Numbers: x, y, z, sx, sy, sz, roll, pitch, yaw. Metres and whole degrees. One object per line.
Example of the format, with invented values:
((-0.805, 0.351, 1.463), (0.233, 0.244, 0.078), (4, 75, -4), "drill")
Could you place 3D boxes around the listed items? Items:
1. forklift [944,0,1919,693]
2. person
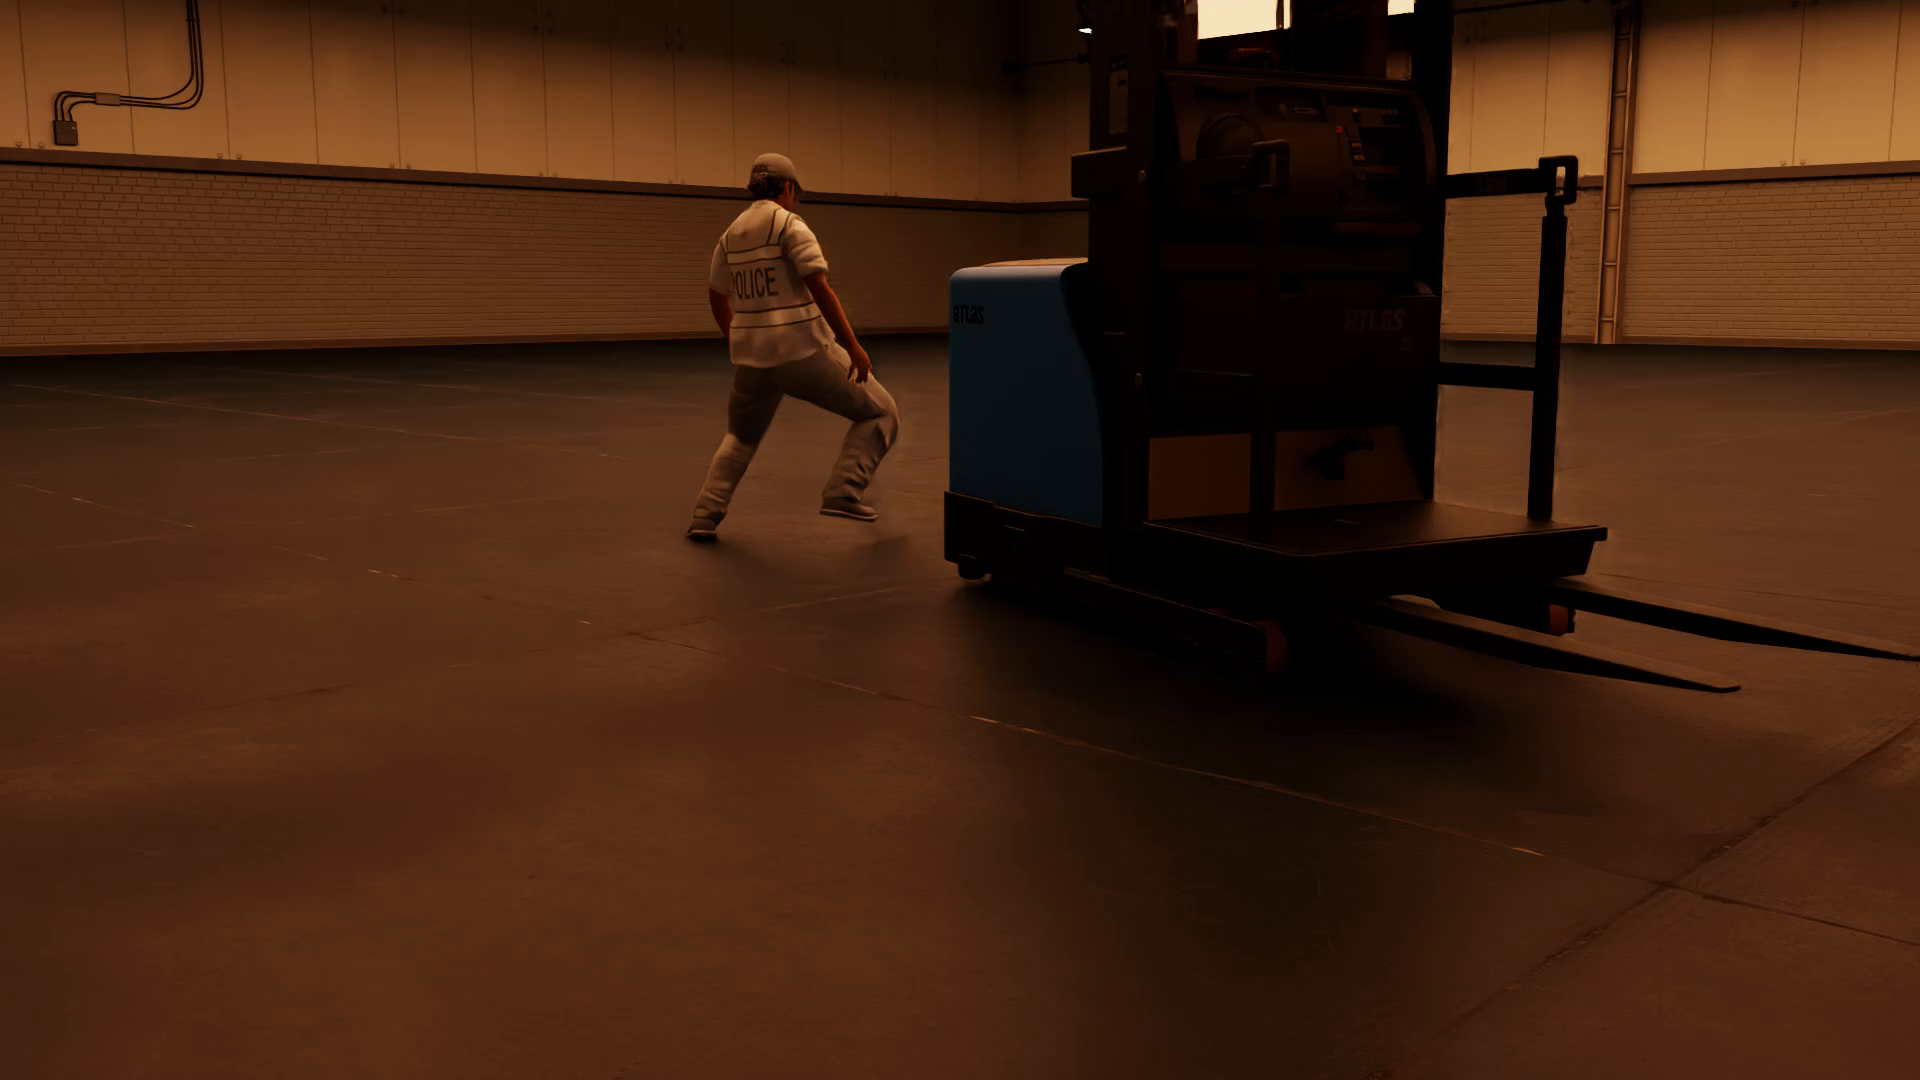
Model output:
((1.081, -1.157, 4.554), (1.130, 2.935, 3.031), (-5, 10, -28), "forklift")
((-0.710, -0.760, 6.682), (0.877, 1.560, 0.626), (7, 11, 39), "person")
